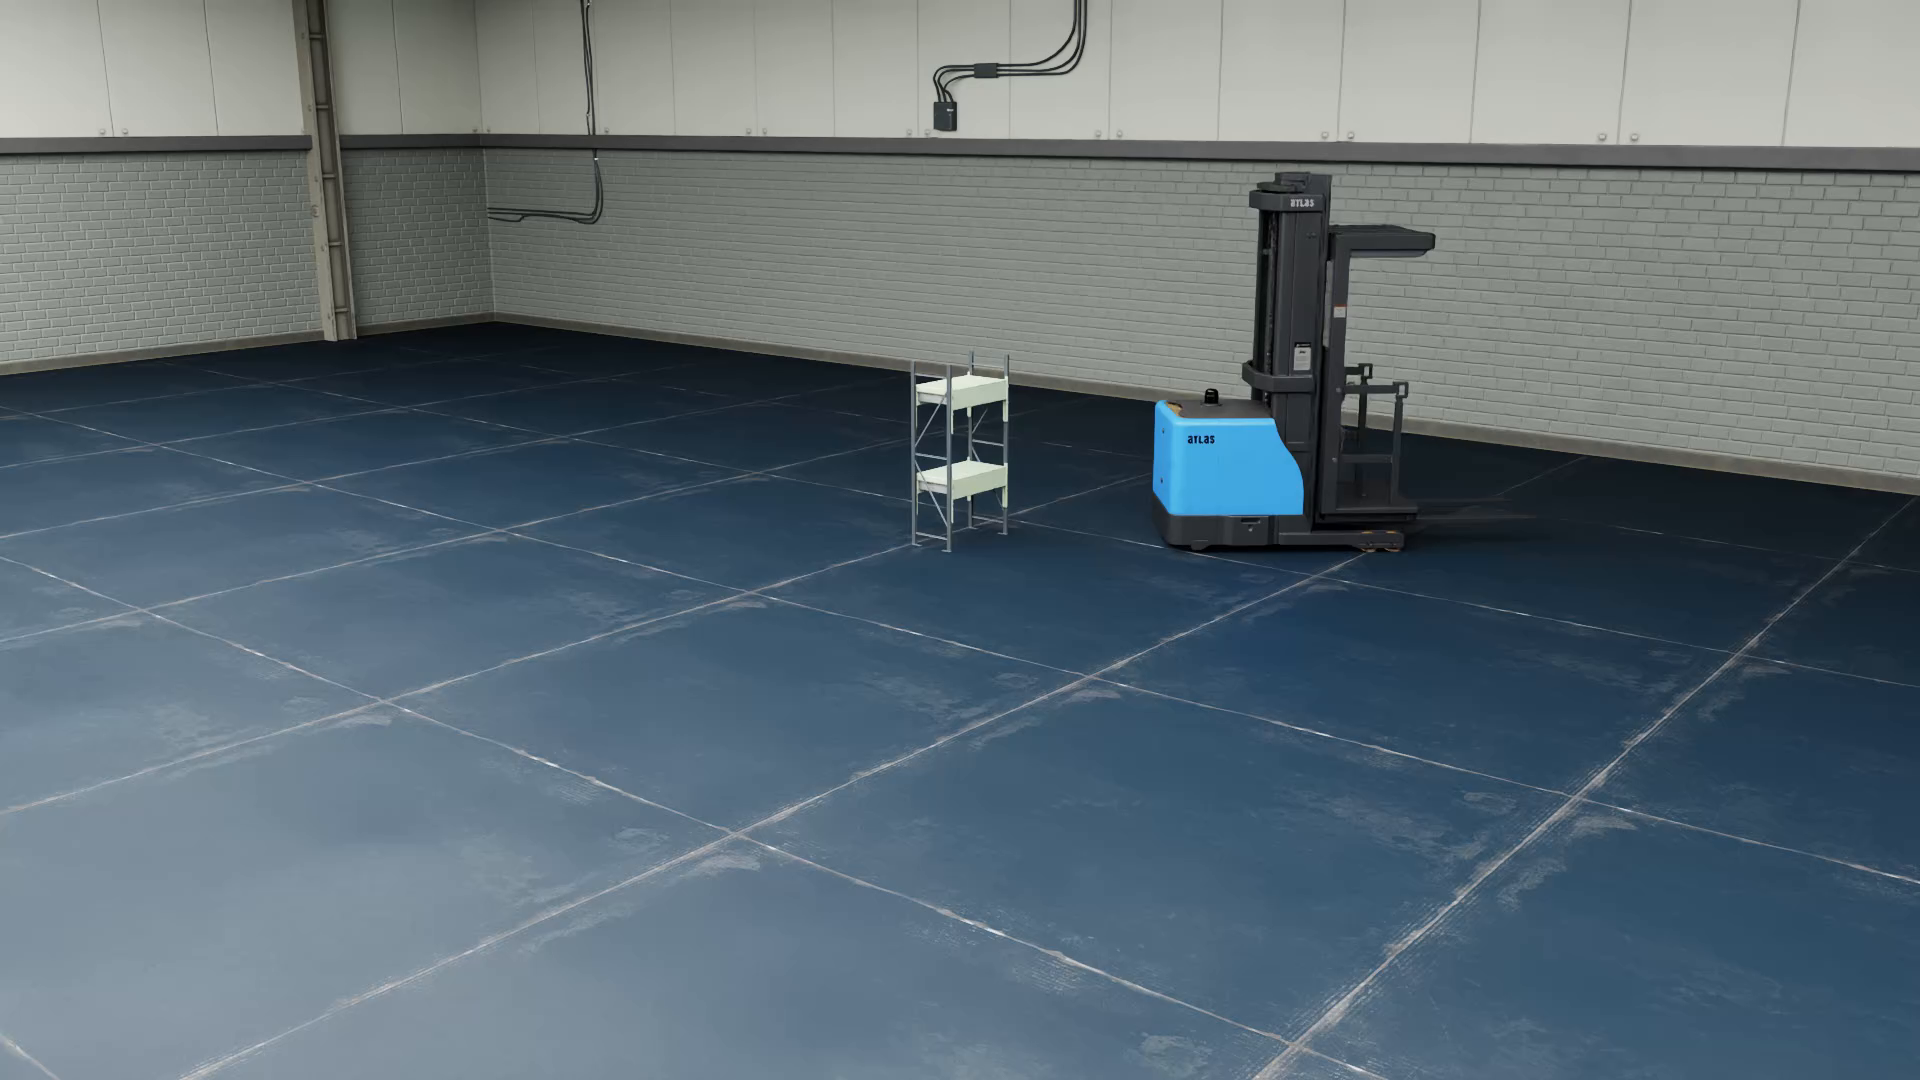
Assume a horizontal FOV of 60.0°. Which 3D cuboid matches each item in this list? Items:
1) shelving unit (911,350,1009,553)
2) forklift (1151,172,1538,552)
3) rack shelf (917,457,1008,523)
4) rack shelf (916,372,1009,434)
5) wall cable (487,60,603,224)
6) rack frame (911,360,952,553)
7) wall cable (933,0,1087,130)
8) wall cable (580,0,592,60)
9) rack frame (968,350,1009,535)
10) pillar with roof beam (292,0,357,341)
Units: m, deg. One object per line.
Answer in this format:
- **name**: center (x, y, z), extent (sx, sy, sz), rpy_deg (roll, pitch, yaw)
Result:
- **shelving unit**: center (0.004, -0.728, 13.443), extent (0.431, 1.500, 0.755), rpy_deg (11, 18, 38)
- **forklift**: center (3.145, -1.452, 13.385), extent (3.031, 2.935, 1.130), rpy_deg (-1, 14, -2)
- **rack shelf**: center (0.004, -0.412, 13.524), extent (0.431, 0.370, 0.720), rpy_deg (11, 18, 38)
- **rack shelf**: center (0.004, -1.106, 13.347), extent (0.431, 0.370, 0.720), rpy_deg (11, 18, 38)
- **wall cable**: center (-6.797, -6.354, 26.664), extent (3.097, 2.526, 0.112), rpy_deg (11, 18, 38)
- **rack frame**: center (-0.226, -0.658, 13.167), extent (0.400, 1.500, 0.023), rpy_deg (11, 18, 38)
- **wall cable**: center (0.577, -8.035, 20.068), extent (2.305, 6.003, 0.169), rpy_deg (11, 18, 38)
- **wall cable**: center (-4.693, -8.383, 24.395), extent (3.097, 2.526, 0.112), rpy_deg (11, 18, 38)
- **rack frame**: center (0.234, -0.798, 13.719), extent (0.400, 1.500, 0.023), rpy_deg (11, 18, 38)
- **pillar with roof beam**: center (-6.329, -6.833, 22.244), extent (9.100, 9.000, 0.400), rpy_deg (11, 18, 38)
